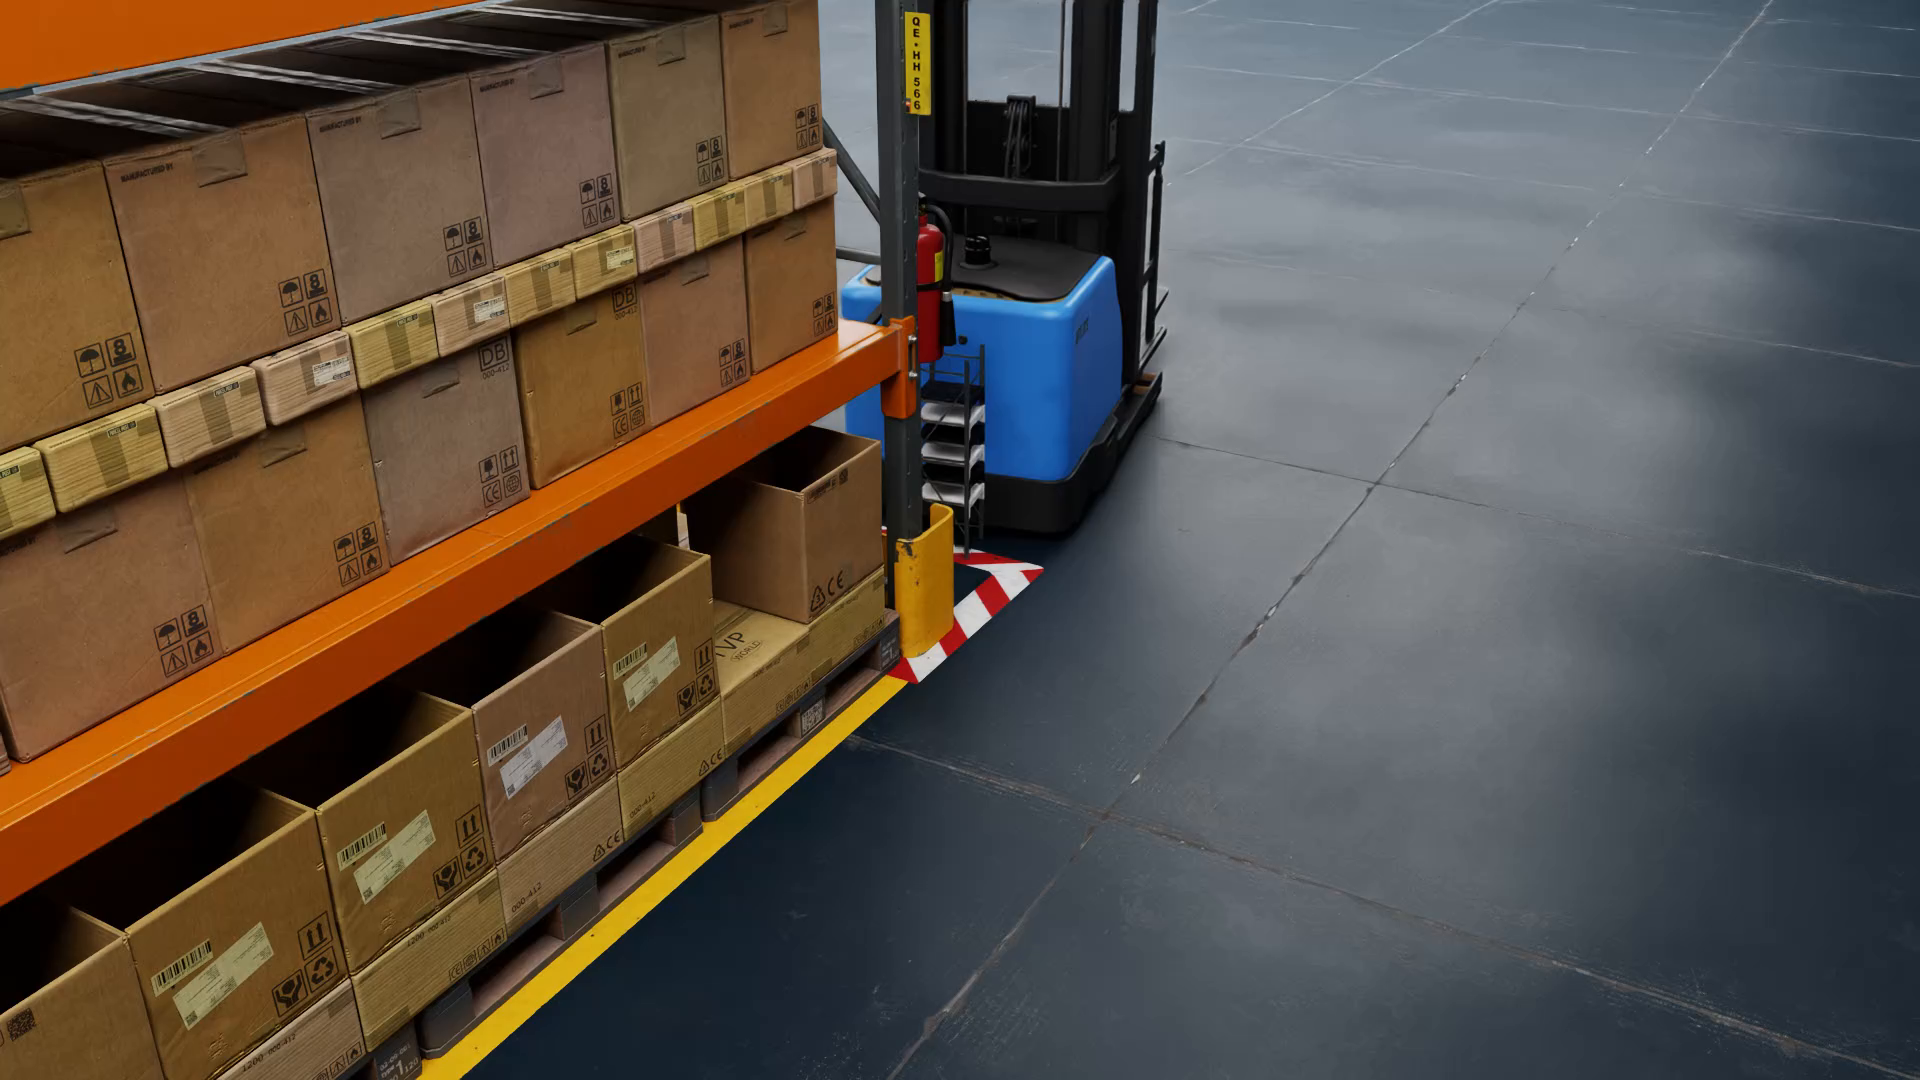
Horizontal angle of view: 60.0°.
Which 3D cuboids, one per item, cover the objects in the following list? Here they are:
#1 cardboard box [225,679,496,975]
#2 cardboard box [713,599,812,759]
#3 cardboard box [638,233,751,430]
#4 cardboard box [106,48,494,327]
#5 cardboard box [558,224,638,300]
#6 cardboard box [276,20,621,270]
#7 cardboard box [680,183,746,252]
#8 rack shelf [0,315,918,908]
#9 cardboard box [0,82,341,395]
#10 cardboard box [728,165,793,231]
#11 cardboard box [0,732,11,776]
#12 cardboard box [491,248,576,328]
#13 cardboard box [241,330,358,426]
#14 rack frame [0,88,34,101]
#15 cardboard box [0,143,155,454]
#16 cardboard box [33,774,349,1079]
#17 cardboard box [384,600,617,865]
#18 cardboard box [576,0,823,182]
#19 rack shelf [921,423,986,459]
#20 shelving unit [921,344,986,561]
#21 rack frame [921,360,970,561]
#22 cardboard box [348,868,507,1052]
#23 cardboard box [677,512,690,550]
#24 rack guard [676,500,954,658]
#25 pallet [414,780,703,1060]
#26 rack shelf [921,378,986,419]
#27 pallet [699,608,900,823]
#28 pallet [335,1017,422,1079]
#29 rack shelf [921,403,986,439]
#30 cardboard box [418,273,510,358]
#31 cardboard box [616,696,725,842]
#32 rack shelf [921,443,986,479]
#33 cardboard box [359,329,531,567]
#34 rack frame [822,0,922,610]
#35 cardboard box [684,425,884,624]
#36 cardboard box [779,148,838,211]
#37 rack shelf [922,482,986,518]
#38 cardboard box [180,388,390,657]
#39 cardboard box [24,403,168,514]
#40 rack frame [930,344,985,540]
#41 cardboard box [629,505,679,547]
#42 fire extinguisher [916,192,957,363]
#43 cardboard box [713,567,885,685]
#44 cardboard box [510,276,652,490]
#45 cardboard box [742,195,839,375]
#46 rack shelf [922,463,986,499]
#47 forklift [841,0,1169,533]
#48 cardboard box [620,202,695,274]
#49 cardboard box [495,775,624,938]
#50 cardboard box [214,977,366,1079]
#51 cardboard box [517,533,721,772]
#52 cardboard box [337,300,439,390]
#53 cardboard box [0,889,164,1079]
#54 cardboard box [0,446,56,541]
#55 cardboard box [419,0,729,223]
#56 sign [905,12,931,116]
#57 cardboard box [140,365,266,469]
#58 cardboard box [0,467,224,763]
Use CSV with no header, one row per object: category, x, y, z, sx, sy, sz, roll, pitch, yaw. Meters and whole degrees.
cardboard box,-1.582,0.698,4.269,0.500,0.500,0.500,14,30,26
cardboard box,-0.849,0.448,5.607,0.500,0.250,0.500,14,30,26
cardboard box,-1.101,-0.726,5.237,0.700,0.500,0.500,15,30,27
cardboard box,-1.621,-0.893,4.122,0.700,0.500,0.500,14,30,26
cardboard box,-1.136,-0.808,4.676,0.380,0.149,0.250,15,30,28
cardboard box,-1.375,-1.088,4.512,0.700,0.500,0.500,14,30,26
cardboard box,-0.882,-1.008,5.076,0.380,0.149,0.250,14,30,25
rack shelf,-1.590,0.035,4.632,1.077,0.370,4.000,14,30,26
cardboard box,-1.867,-0.698,3.733,0.700,0.500,0.500,14,30,26
cardboard box,-0.756,-1.107,5.275,0.380,0.149,0.250,15,30,27
cardboard box,-2.361,0.274,3.240,0.700,0.500,0.500,13,30,25
cardboard box,-1.264,-0.705,4.470,0.380,0.149,0.250,15,30,27
cardboard box,-1.643,-0.407,3.875,0.380,0.149,0.250,13,30,25
rack frame,-4.917,-2.158,8.210,1.000,3.000,0.127,14,30,26
cardboard box,-2.114,-0.503,3.343,0.700,0.500,0.500,14,30,26
cardboard box,-1.834,0.891,3.884,0.500,0.500,0.500,14,30,26
cardboard box,-1.337,0.503,4.660,0.500,0.500,0.500,14,30,26
cardboard box,-0.873,-1.491,5.316,0.700,0.500,0.500,14,30,26
rack shelf,-0.044,-0.426,6.969,0.258,0.077,0.200,8,28,16
shelving unit,-0.044,-0.376,6.995,0.258,0.900,0.210,8,28,16
rack frame,-0.076,-0.332,6.908,0.240,0.900,0.006,8,28,16
cardboard box,-1.581,1.033,4.437,0.500,0.250,0.500,14,30,26
cardboard box,-1.064,0.136,6.230,0.500,0.250,0.500,14,30,26
rack guard,-0.595,0.043,6.606,1.175,0.500,0.348,14,30,26
pallet,-1.547,0.962,5.092,1.003,0.211,1.213,14,30,26
rack shelf,-0.044,-0.587,6.889,0.258,0.077,0.200,8,28,16
pallet,-0.946,0.488,6.038,1.003,0.211,1.213,14,30,26
pallet,-2.146,1.439,4.139,1.003,0.211,1.213,14,30,26
rack shelf,-0.044,-0.507,6.929,0.258,0.077,0.200,8,28,16
cardboard box,-1.390,-0.605,4.271,0.380,0.149,0.250,14,30,25
cardboard box,-1.093,0.643,5.217,0.500,0.250,0.500,14,30,26
rack shelf,-0.044,-0.346,7.010,0.258,0.077,0.200,8,28,16
cardboard box,-1.606,-0.327,4.441,0.700,0.500,0.500,15,30,28
rack frame,-0.606,-1.066,6.028,1.000,3.000,0.127,14,30,26
cardboard box,-0.611,-0.085,5.833,0.500,0.500,0.500,14,30,26
cardboard box,-0.628,-1.210,5.479,0.380,0.149,0.250,14,30,25
rack shelf,-0.044,-0.185,7.090,0.258,0.077,0.200,8,28,16
cardboard box,-1.857,-0.128,4.042,0.700,0.500,0.500,15,30,27
cardboard box,-1.897,-0.205,3.472,0.380,0.149,0.250,14,30,26
rack frame,-0.012,-0.419,7.081,0.240,0.900,0.006,8,28,16
cardboard box,-1.308,-0.004,5.672,0.500,0.500,0.500,14,30,26
fire extinguisher,-0.144,-0.975,5.933,0.296,0.674,0.183,14,30,26
cardboard box,-0.613,0.250,6.002,0.500,0.250,0.500,14,30,26
cardboard box,-1.351,-0.533,4.853,0.700,0.500,0.500,14,30,26
cardboard box,-0.847,-0.931,5.648,0.700,0.500,0.500,14,30,26
rack shelf,-0.044,-0.265,7.050,0.258,0.077,0.200,8,28,16
forklift,0.420,-1.981,7.932,1.130,2.935,3.031,8,28,16
cardboard box,-1.007,-0.910,4.881,0.380,0.149,0.250,15,30,27
cardboard box,-1.340,0.837,4.829,0.500,0.250,0.500,14,30,26
cardboard box,-1.832,1.227,4.050,0.500,0.250,0.500,14,30,26
cardboard box,-1.090,0.308,5.048,0.500,0.500,0.500,14,30,26
cardboard box,-1.514,-0.508,4.078,0.380,0.149,0.250,14,30,26
cardboard box,-2.073,1.088,3.491,0.500,0.500,0.500,14,30,26
cardboard box,-2.024,-0.103,3.268,0.380,0.149,0.250,13,30,25
cardboard box,-1.127,-1.285,4.904,0.700,0.500,0.500,13,30,25
sign,-0.141,-1.565,5.466,0.100,0.325,0.005,14,30,26
cardboard box,-1.772,-0.302,3.666,0.380,0.149,0.250,13,29,24
cardboard box,-2.108,0.067,3.653,0.700,0.500,0.500,14,30,26
